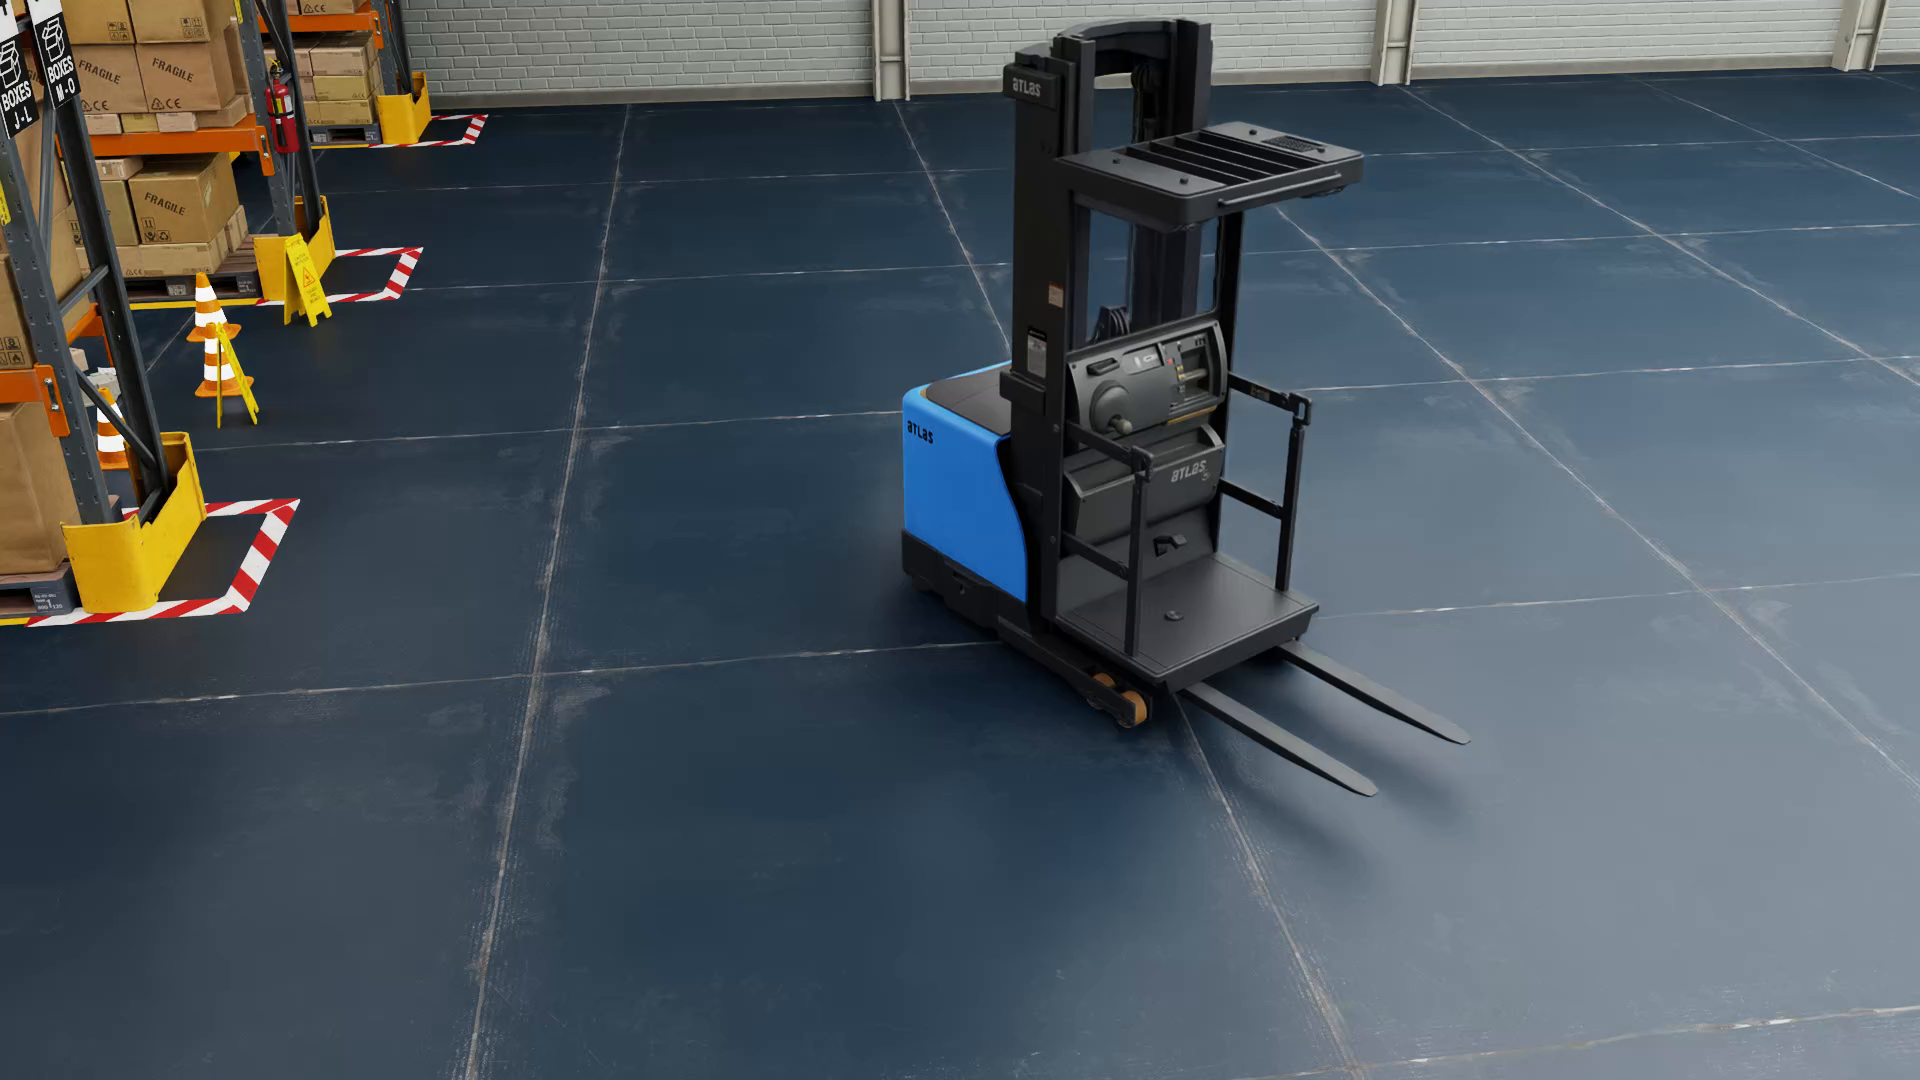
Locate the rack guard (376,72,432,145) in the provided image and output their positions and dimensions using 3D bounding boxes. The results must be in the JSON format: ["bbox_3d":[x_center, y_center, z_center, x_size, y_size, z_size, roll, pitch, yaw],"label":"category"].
[{"bbox_3d":[-5.893,-4.588,17.645,0.348,0.500,1.175,-4,27,-7],"label":"rack guard"}]

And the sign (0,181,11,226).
[{"bbox_3d":[-4.370,-1.598,7.552,0.005,0.325,0.100,-4,27,-7],"label":"sign"}]

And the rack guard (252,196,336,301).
[{"bbox_3d":[-5.297,-2.338,13.260,0.348,0.500,1.175,-4,27,-7],"label":"rack guard"}]

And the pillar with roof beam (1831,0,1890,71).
[{"bbox_3d":[11.692,-7.930,14.848,0.400,9.000,9.100,-4,27,-7],"label":"pillar with roof beam"}]

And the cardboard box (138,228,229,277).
[{"bbox_3d":[-6.009,-2.244,12.890,0.500,0.250,0.500,-4,27,-7],"label":"cardboard box"}]

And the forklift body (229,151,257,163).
[{"bbox_3d":[-7.541,-4.376,15.423,1.214,2.155,2.313,-4,27,-7],"label":"forklift body"}]

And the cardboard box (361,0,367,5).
[{"bbox_3d":[-6.446,-5.838,17.232,0.500,0.500,0.500,-3,27,-5],"label":"cardboard box"}]

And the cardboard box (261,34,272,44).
[{"bbox_3d":[-7.410,-5.102,17.364,0.500,0.250,0.500,-4,27,-7],"label":"cardboard box"}]

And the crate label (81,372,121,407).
[{"bbox_3d":[-5.746,-1.013,11.074,0.298,0.136,0.250,-20,33,-33],"label":"crate label"}]

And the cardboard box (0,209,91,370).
[{"bbox_3d":[-4.793,-1.247,8.230,0.550,0.550,0.875,-4,27,-7],"label":"cardboard box"}]

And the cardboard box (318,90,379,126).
[{"bbox_3d":[-6.338,-4.490,17.266,0.500,0.250,0.500,-3,27,-7],"label":"cardboard box"}]

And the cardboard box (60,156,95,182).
[{"bbox_3d":[-6.582,-2.804,12.449,0.250,0.149,0.380,-3,27,-6],"label":"cardboard box"}]

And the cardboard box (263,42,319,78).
[{"bbox_3d":[-6.834,-4.902,16.974,0.500,0.250,0.500,-3,27,-6],"label":"cardboard box"}]

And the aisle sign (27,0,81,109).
[{"bbox_3d":[-4.404,-2.521,8.029,0.004,0.787,0.394,-4,27,-7],"label":"aisle sign"}]

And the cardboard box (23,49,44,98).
[{"bbox_3d":[-6.713,-3.413,12.181,0.500,0.500,0.500,-4,27,-7],"label":"cardboard box"}]

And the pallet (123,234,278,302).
[{"bbox_3d":[-6.106,-2.174,13.256,1.213,0.211,1.003,-4,27,-7],"label":"pallet"}]

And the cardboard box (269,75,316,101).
[{"bbox_3d":[-6.854,-4.686,17.100,0.500,0.250,0.500,-4,27,-8],"label":"cardboard box"}]

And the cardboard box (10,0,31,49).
[{"bbox_3d":[-6.690,-3.838,11.914,0.500,0.500,0.700,-4,27,-8],"label":"cardboard box"}]

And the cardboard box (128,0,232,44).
[{"bbox_3d":[-5.697,-3.946,12.124,0.500,0.500,0.700,-4,27,-8],"label":"cardboard box"}]

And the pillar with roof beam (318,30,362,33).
[{"bbox_3d":[-6.132,-6.785,12.617,0.400,9.000,9.100,-4,27,-7],"label":"pillar with roof beam"}]

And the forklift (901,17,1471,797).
[{"bbox_3d":[0.994,-0.704,7.412,1.130,2.935,3.031,-20,33,-33],"label":"forklift"}]

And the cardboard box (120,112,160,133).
[{"bbox_3d":[-6.055,-3.150,12.379,0.250,0.149,0.380,-4,27,-8],"label":"cardboard box"}]

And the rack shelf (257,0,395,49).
[{"bbox_3d":[-7.898,-5.252,16.988,4.000,0.370,1.077,-4,27,-7],"label":"rack shelf"}]

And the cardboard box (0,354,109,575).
[{"bbox_3d":[-5.094,-0.393,8.597,0.875,0.875,0.875,-4,27,-7],"label":"cardboard box"}]

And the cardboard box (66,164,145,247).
[{"bbox_3d":[-6.495,-2.549,12.662,0.500,0.500,0.500,-3,27,-5],"label":"cardboard box"}]

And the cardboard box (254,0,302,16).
[{"bbox_3d":[-6.883,-5.565,16.700,0.500,0.500,0.500,-3,27,-5],"label":"cardboard box"}]

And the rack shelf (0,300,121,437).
[{"bbox_3d":[-6.413,-0.777,8.266,4.000,0.370,1.077,-4,27,-7],"label":"rack shelf"}]

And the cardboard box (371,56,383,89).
[{"bbox_3d":[-6.412,-4.949,17.614,0.500,0.250,0.500,-3,27,-6],"label":"cardboard box"}]

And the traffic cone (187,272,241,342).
[{"bbox_3d":[-5.468,-1.716,12.088,0.334,0.463,0.336,-4,27,-7],"label":"traffic cone"}]

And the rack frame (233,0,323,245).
[{"bbox_3d":[-5.222,-3.455,12.698,0.127,3.000,1.000,-4,27,-7],"label":"rack frame"}]

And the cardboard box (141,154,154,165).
[{"bbox_3d":[-6.600,-2.789,13.131,0.500,0.500,0.500,-5,28,-9],"label":"cardboard box"}]

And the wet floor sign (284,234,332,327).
[{"bbox_3d":[-4.885,-1.936,12.317,0.232,0.644,0.267,6,28,11],"label":"wet floor sign"}]

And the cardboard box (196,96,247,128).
[{"bbox_3d":[-5.562,-3.223,12.521,0.250,0.149,0.380,-3,27,-5],"label":"cardboard box"}]

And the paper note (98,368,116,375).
[{"bbox_3d":[-5.881,-1.174,11.505,0.142,0.019,0.148,-14,30,-25],"label":"paper note"}]

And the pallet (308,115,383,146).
[{"bbox_3d":[-6.669,-4.391,17.576,1.213,0.211,1.003,-4,27,-7],"label":"pallet"}]

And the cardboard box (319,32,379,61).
[{"bbox_3d":[-6.419,-5.162,17.482,0.500,0.250,0.500,-4,27,-8],"label":"cardboard box"}]

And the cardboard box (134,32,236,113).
[{"bbox_3d":[-5.721,-3.473,12.298,0.500,0.500,0.500,-4,27,-8],"label":"cardboard box"}]
